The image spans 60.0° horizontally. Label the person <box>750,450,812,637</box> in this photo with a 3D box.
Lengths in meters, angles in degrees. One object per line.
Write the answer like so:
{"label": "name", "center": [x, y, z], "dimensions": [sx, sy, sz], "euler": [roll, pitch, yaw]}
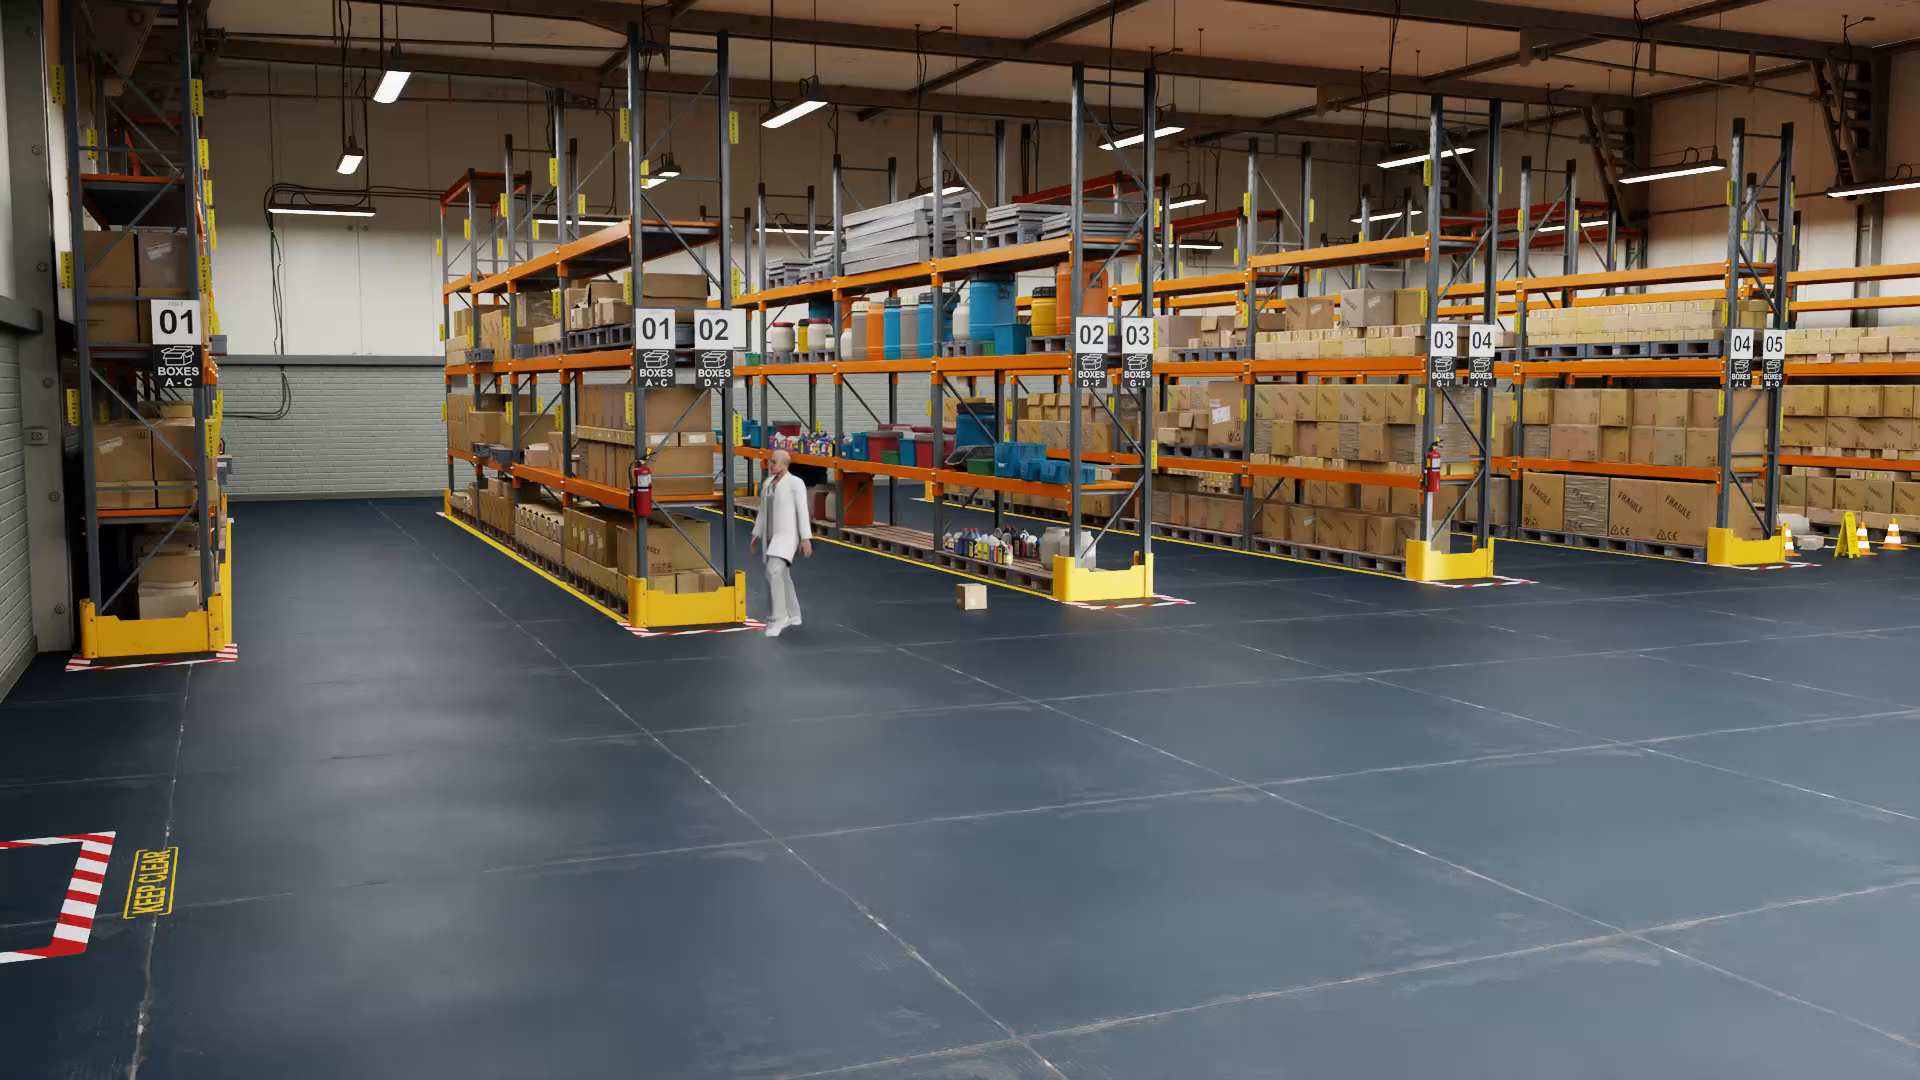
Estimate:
{"label": "person", "center": [-1.773, 0.030, 16.392], "dimensions": [0.637, 1.838, 0.589], "euler": [5, 7, 44]}
